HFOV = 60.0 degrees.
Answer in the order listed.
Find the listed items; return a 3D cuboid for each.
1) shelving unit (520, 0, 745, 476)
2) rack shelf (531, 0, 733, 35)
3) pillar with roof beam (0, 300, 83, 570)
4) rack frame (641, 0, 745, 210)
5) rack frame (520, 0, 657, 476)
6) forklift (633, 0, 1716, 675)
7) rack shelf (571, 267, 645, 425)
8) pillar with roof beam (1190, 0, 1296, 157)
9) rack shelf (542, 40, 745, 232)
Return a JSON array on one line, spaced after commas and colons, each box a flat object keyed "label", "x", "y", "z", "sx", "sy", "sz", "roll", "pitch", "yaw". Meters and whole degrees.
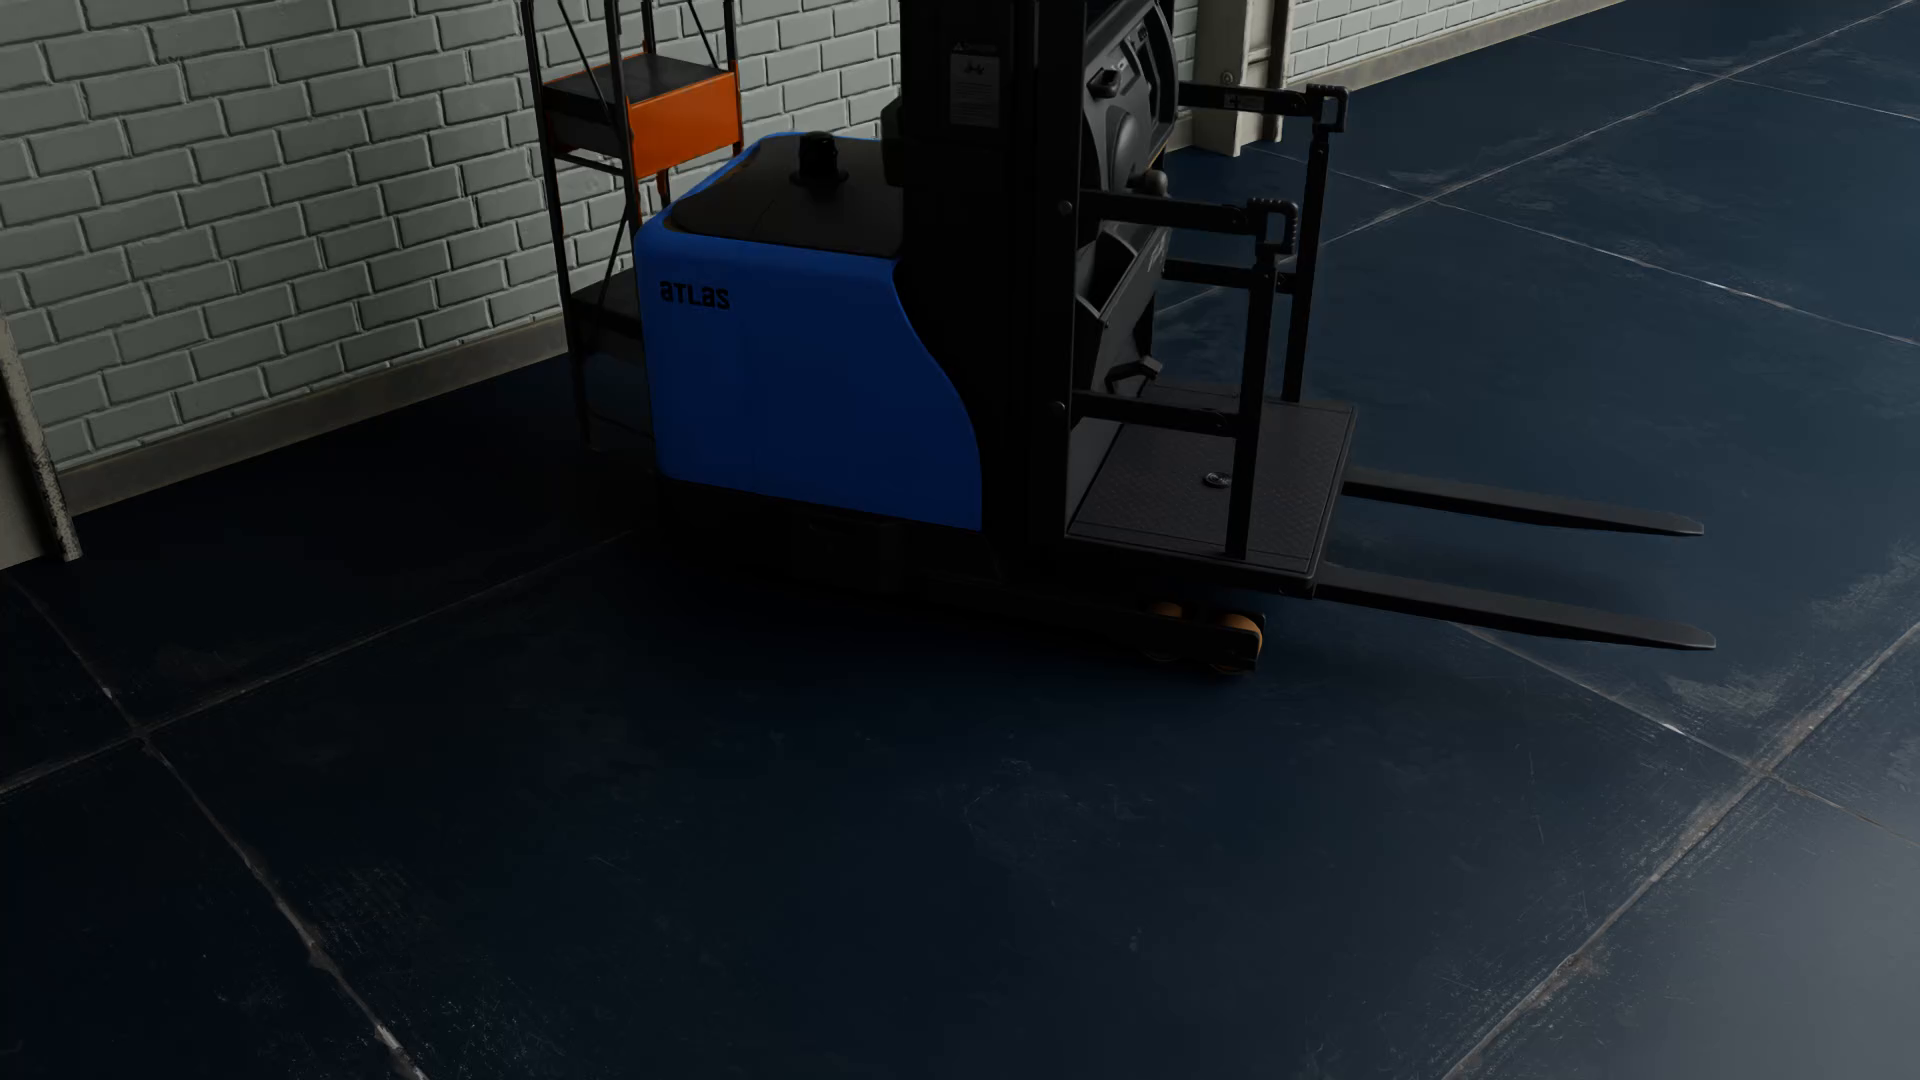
[{"label": "shelving unit", "x": -1.007, "y": -1.261, "z": 5.298, "sx": 0.431, "sy": 2.100, "sz": 0.503, "roll": 21, "pitch": 37, "yaw": 30}, {"label": "rack shelf", "x": -1.009, "y": -1.846, "z": 4.937, "sx": 0.431, "sy": 0.518, "sz": 0.480, "roll": 21, "pitch": 37, "yaw": 30}, {"label": "pillar with roof beam", "x": -0.048, "y": -2.132, "z": 0.110, "sx": 0.400, "sy": 9.000, "sz": 9.100, "roll": -26, "pitch": 40, "yaw": -35}, {"label": "rack frame", "x": -0.864, "y": -1.365, "z": 5.465, "sx": 0.400, "sy": 2.100, "sz": 0.015, "roll": 21, "pitch": 37, "yaw": 30}, {"label": "rack frame", "x": -1.151, "y": -1.157, "z": 5.130, "sx": 0.400, "sy": 2.100, "sz": 0.015, "roll": 21, "pitch": 37, "yaw": 30}, {"label": "forklift", "x": 0.647, "y": -1.188, "z": 4.383, "sx": 3.031, "sy": 2.935, "sz": 1.130, "roll": 10, "pitch": 33, "yaw": 15}, {"label": "rack shelf", "x": -1.005, "y": -0.654, "z": 5.672, "sx": 0.431, "sy": 0.518, "sz": 0.480, "roll": 21, "pitch": 37, "yaw": 30}, {"label": "pillar with roof beam", "x": 4.352, "y": -4.260, "z": 3.591, "sx": 0.400, "sy": 9.000, "sz": 9.100, "roll": -26, "pitch": 40, "yaw": -35}, {"label": "rack shelf", "x": -1.007, "y": -1.250, "z": 5.305, "sx": 0.431, "sy": 0.518, "sz": 0.480, "roll": 21, "pitch": 37, "yaw": 30}]
